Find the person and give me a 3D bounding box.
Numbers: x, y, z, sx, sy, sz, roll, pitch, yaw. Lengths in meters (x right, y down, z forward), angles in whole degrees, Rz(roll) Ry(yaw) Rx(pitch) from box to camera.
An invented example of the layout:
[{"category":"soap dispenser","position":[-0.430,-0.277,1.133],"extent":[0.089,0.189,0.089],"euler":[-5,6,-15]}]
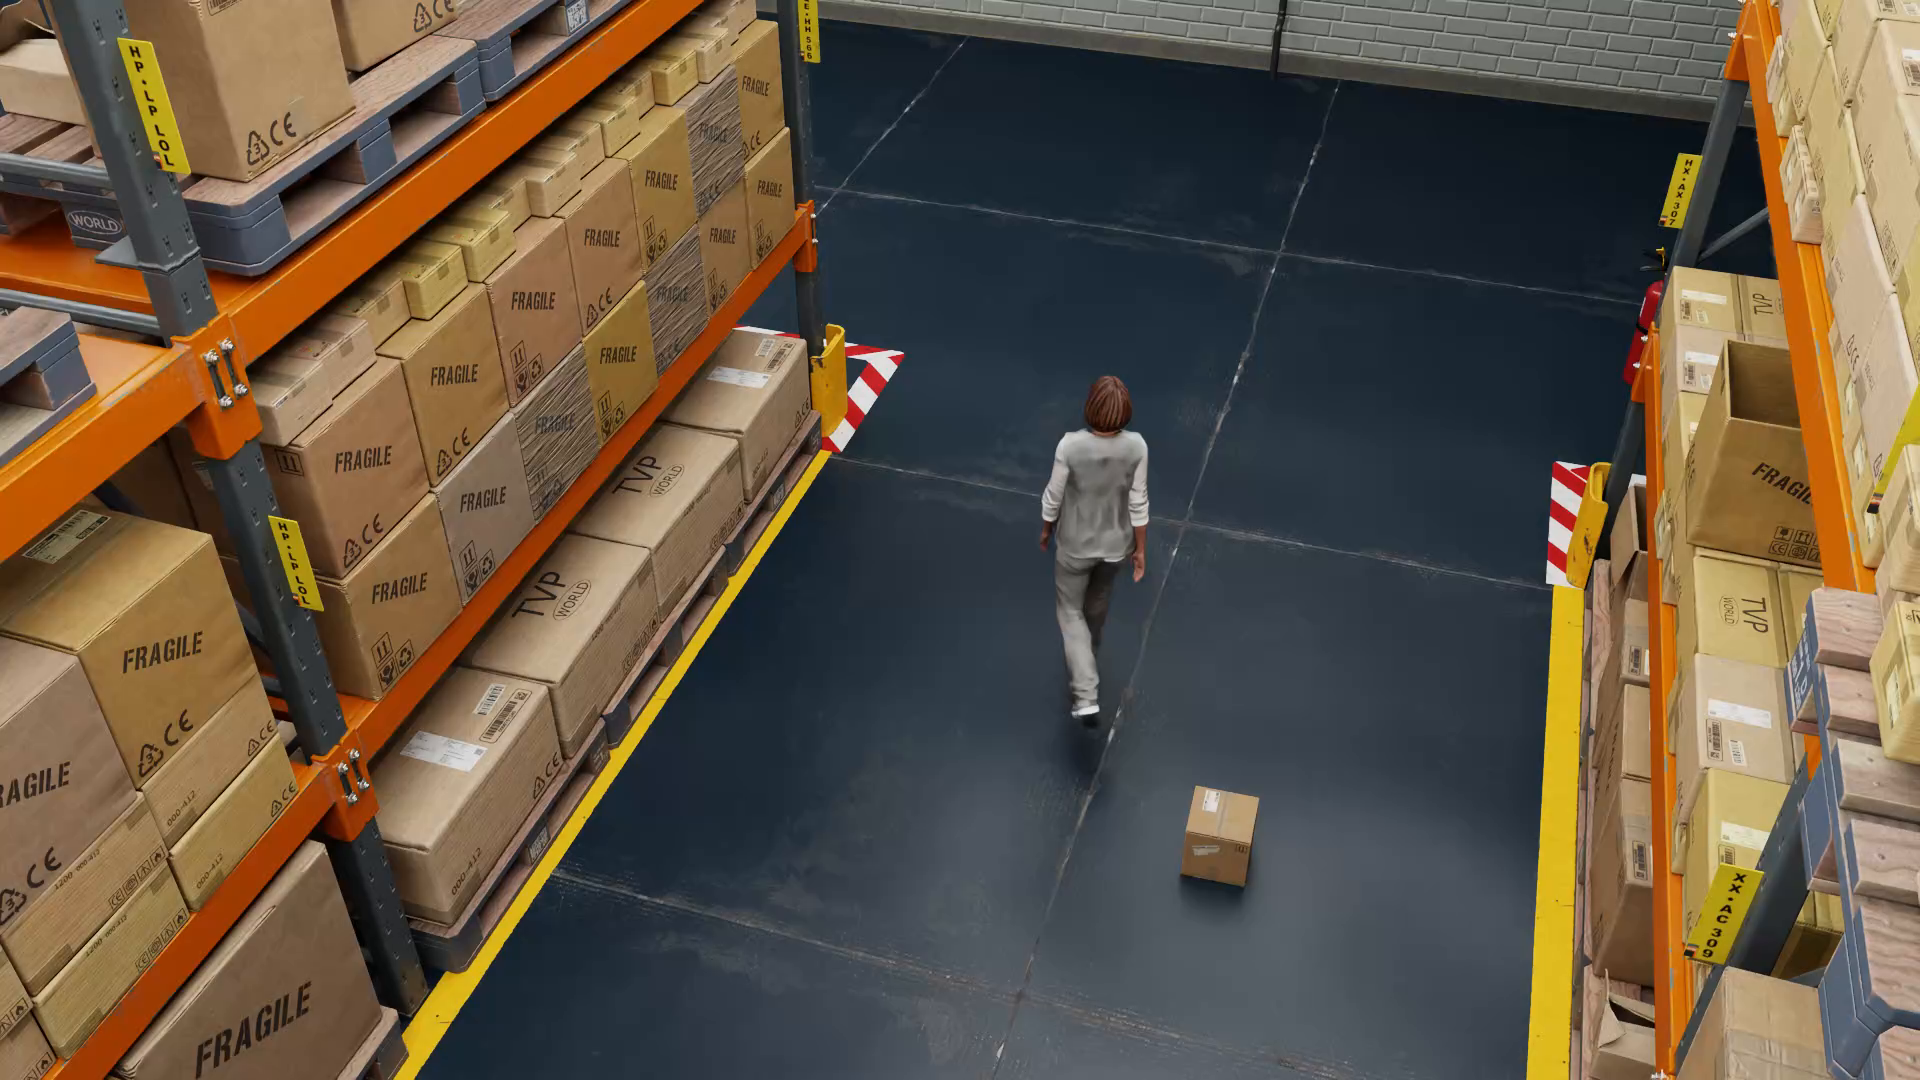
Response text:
[{"category":"person","position":[0.551,0.032,6.844],"extent":[0.428,1.559,0.833],"euler":[-2,38,-3]}]
